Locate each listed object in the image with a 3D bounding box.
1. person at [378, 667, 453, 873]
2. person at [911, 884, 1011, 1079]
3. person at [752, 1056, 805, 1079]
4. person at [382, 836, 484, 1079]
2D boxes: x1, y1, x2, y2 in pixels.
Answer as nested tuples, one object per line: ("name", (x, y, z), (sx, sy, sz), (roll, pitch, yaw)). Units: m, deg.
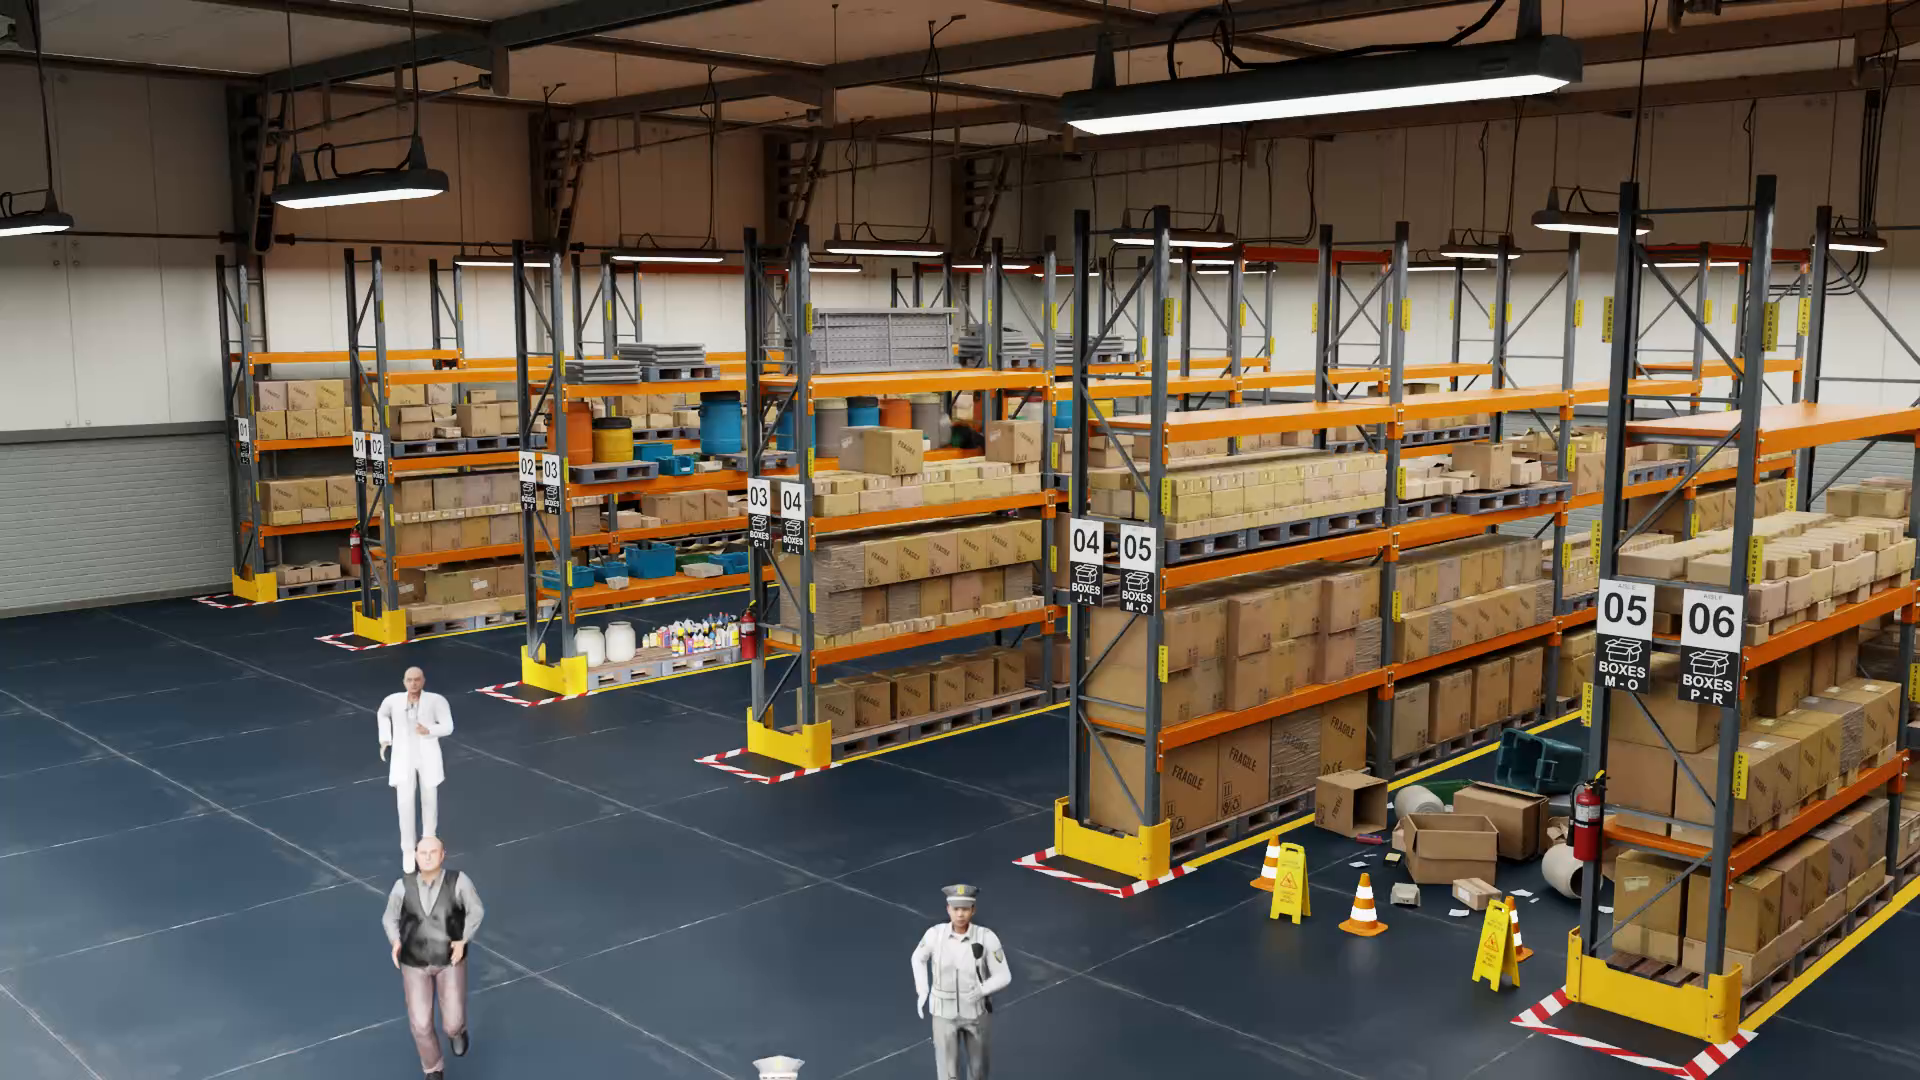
("person", (-5.075, 2.085, 15.543), (0.677, 1.836, 0.899), (-2, 8, -17))
("person", (0.002, 2.900, 10.182), (0.624, 1.670, 0.844), (0, 8, 2))
("person", (-0.866, 3.231, 7.928), (0.588, 1.667, 0.796), (-1, 8, -4))
("person", (-3.498, 2.787, 11.055), (0.657, 1.671, 0.612), (-1, 8, -10))
